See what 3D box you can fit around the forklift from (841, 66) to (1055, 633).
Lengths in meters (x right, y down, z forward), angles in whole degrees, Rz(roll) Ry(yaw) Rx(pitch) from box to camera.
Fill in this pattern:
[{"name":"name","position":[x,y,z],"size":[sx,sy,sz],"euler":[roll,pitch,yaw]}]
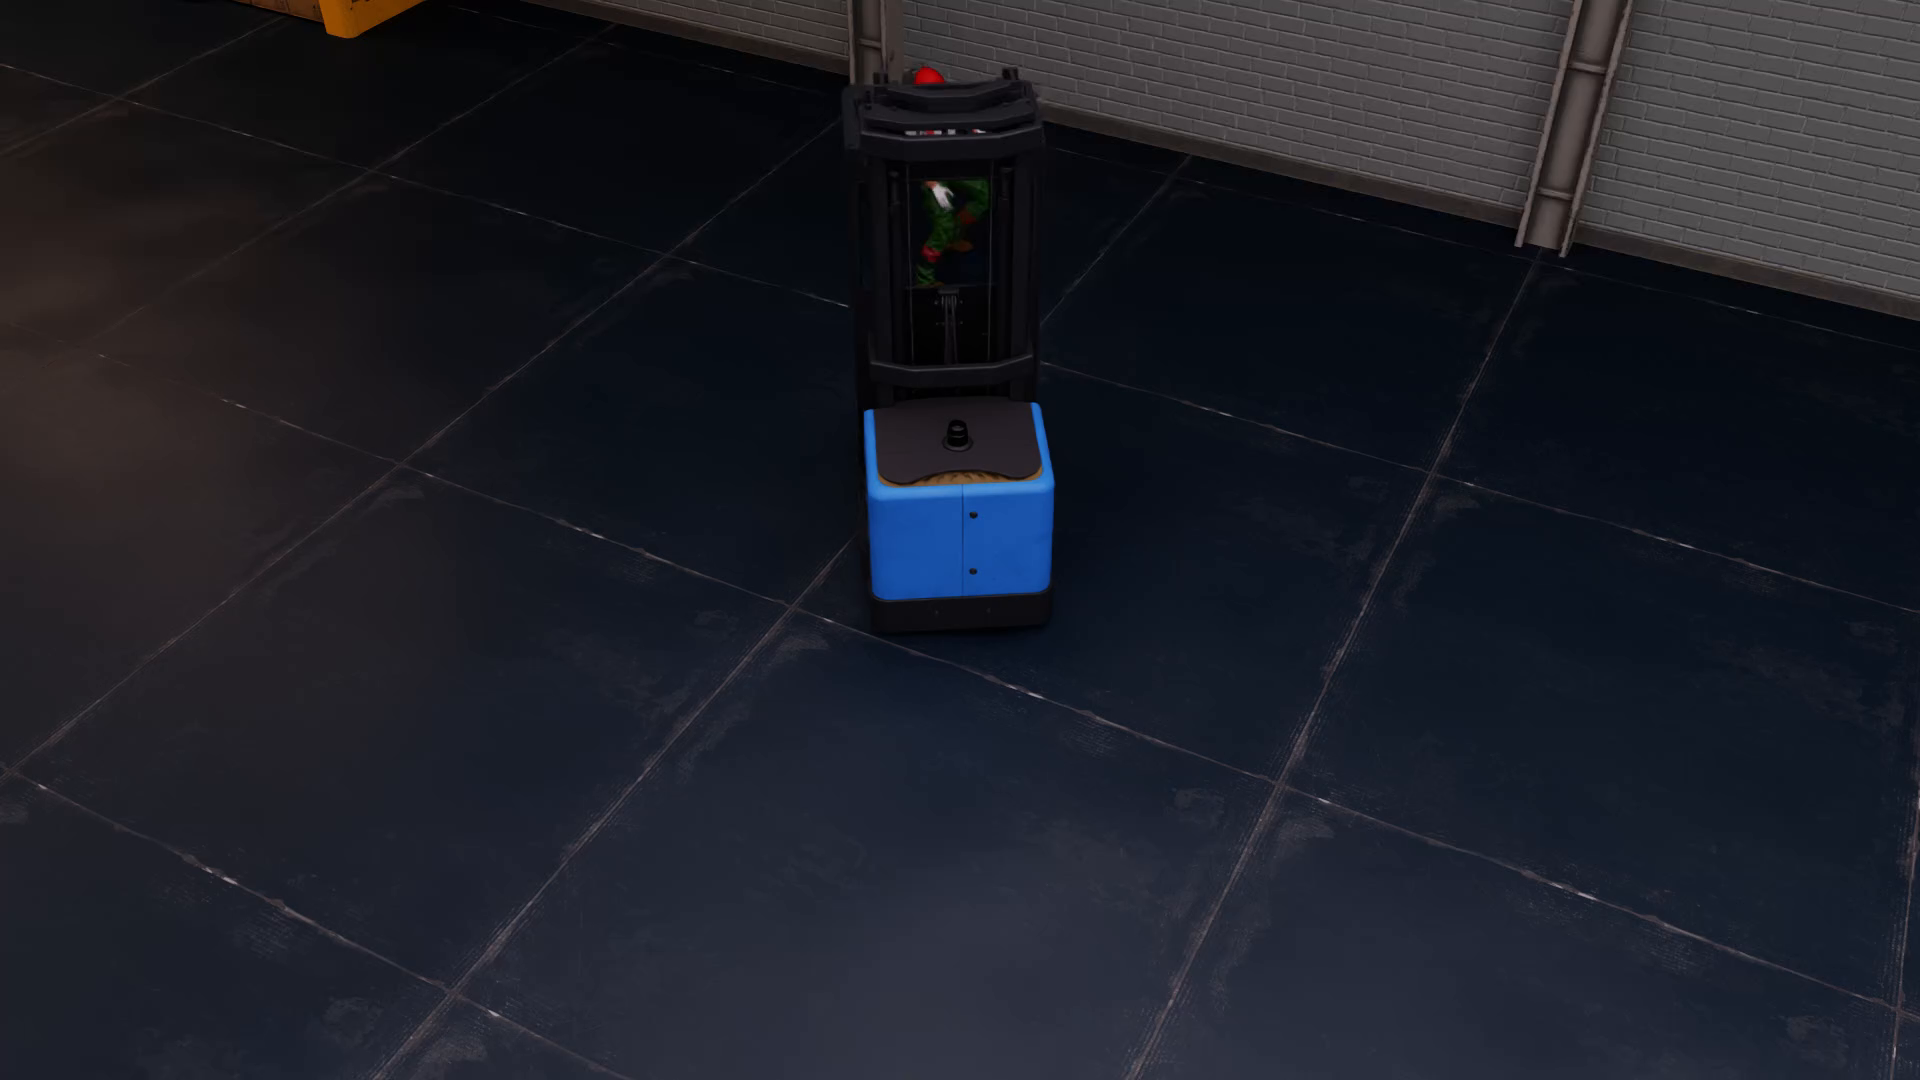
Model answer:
[{"name":"forklift","position":[-0.101,-1.529,9.802],"size":[1.130,2.935,3.031],"euler":[-3,40,-3]}]

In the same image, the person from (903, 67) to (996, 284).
[{"name":"person","position":[-0.082,-2.699,12.214],"size":[0.635,1.622,0.913],"euler":[24,45,25]}]
